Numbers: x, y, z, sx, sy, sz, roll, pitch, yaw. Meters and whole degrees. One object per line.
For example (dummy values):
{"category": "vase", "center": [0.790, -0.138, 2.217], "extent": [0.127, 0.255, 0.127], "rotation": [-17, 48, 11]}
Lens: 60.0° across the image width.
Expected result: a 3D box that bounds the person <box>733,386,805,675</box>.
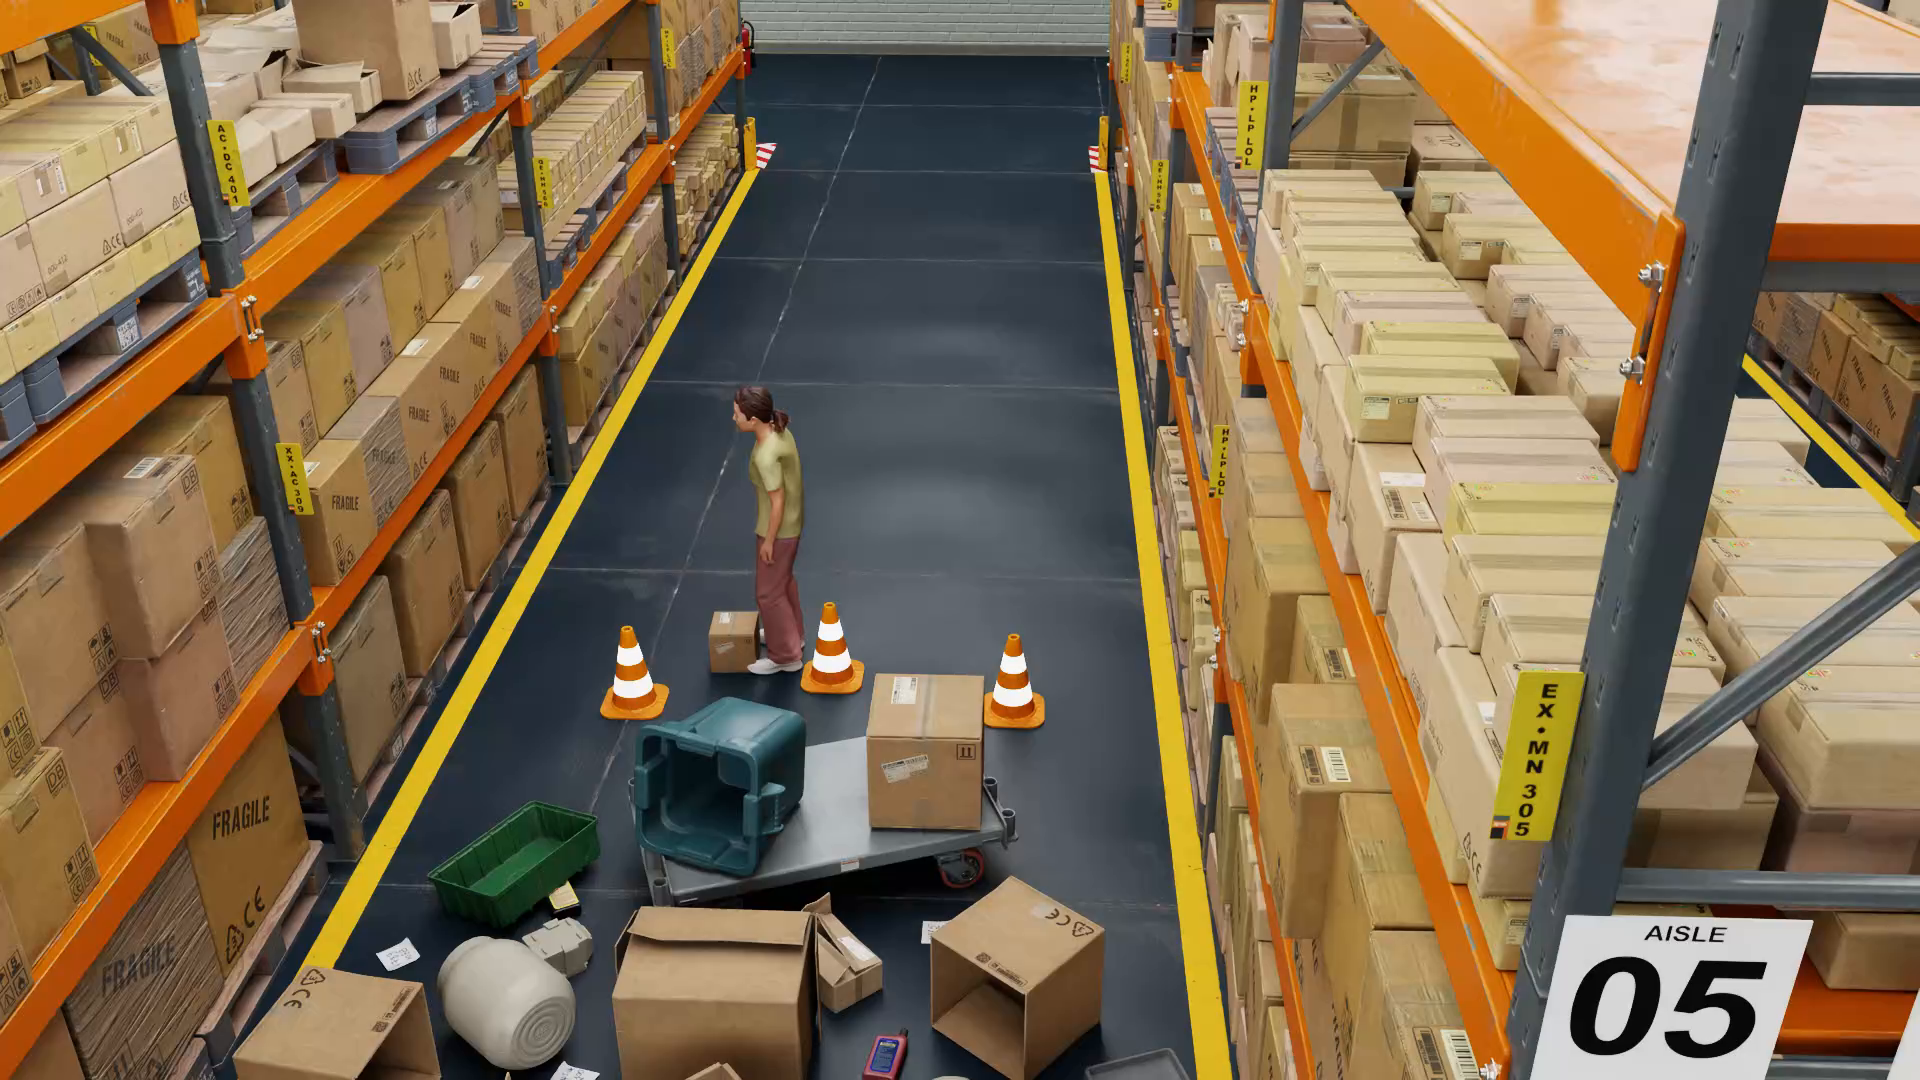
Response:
{"category": "person", "center": [-1.009, -0.062, 8.964], "extent": [0.354, 1.672, 0.506], "rotation": [1, 28, 1]}
